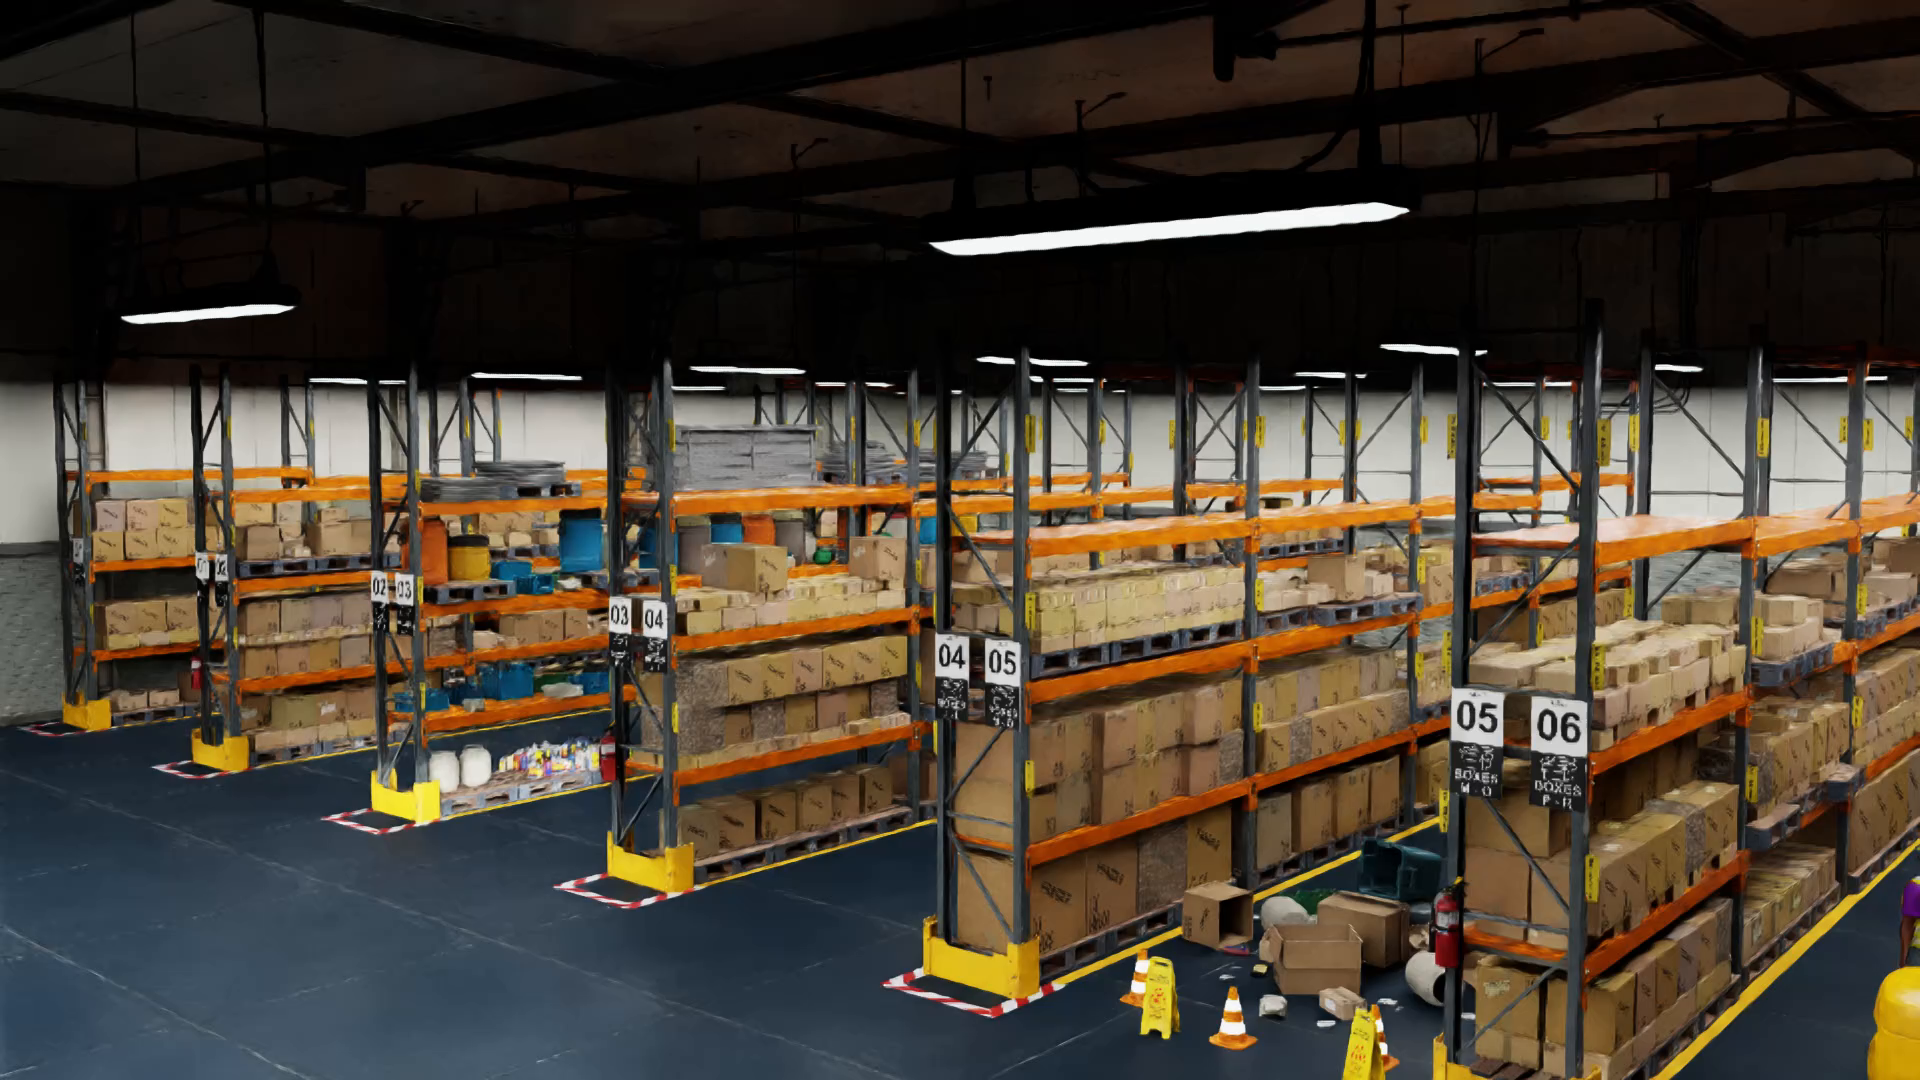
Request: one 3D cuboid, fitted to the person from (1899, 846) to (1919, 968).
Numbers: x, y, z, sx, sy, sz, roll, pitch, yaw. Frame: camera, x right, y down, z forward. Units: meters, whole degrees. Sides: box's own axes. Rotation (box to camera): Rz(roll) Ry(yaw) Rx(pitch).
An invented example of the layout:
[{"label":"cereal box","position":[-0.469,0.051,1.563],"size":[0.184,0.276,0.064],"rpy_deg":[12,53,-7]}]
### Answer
[{"label":"person","position":[7.827,3.291,13.529],"size":[0.625,1.765,0.497],"rpy_deg":[-2,4,-20]}]
